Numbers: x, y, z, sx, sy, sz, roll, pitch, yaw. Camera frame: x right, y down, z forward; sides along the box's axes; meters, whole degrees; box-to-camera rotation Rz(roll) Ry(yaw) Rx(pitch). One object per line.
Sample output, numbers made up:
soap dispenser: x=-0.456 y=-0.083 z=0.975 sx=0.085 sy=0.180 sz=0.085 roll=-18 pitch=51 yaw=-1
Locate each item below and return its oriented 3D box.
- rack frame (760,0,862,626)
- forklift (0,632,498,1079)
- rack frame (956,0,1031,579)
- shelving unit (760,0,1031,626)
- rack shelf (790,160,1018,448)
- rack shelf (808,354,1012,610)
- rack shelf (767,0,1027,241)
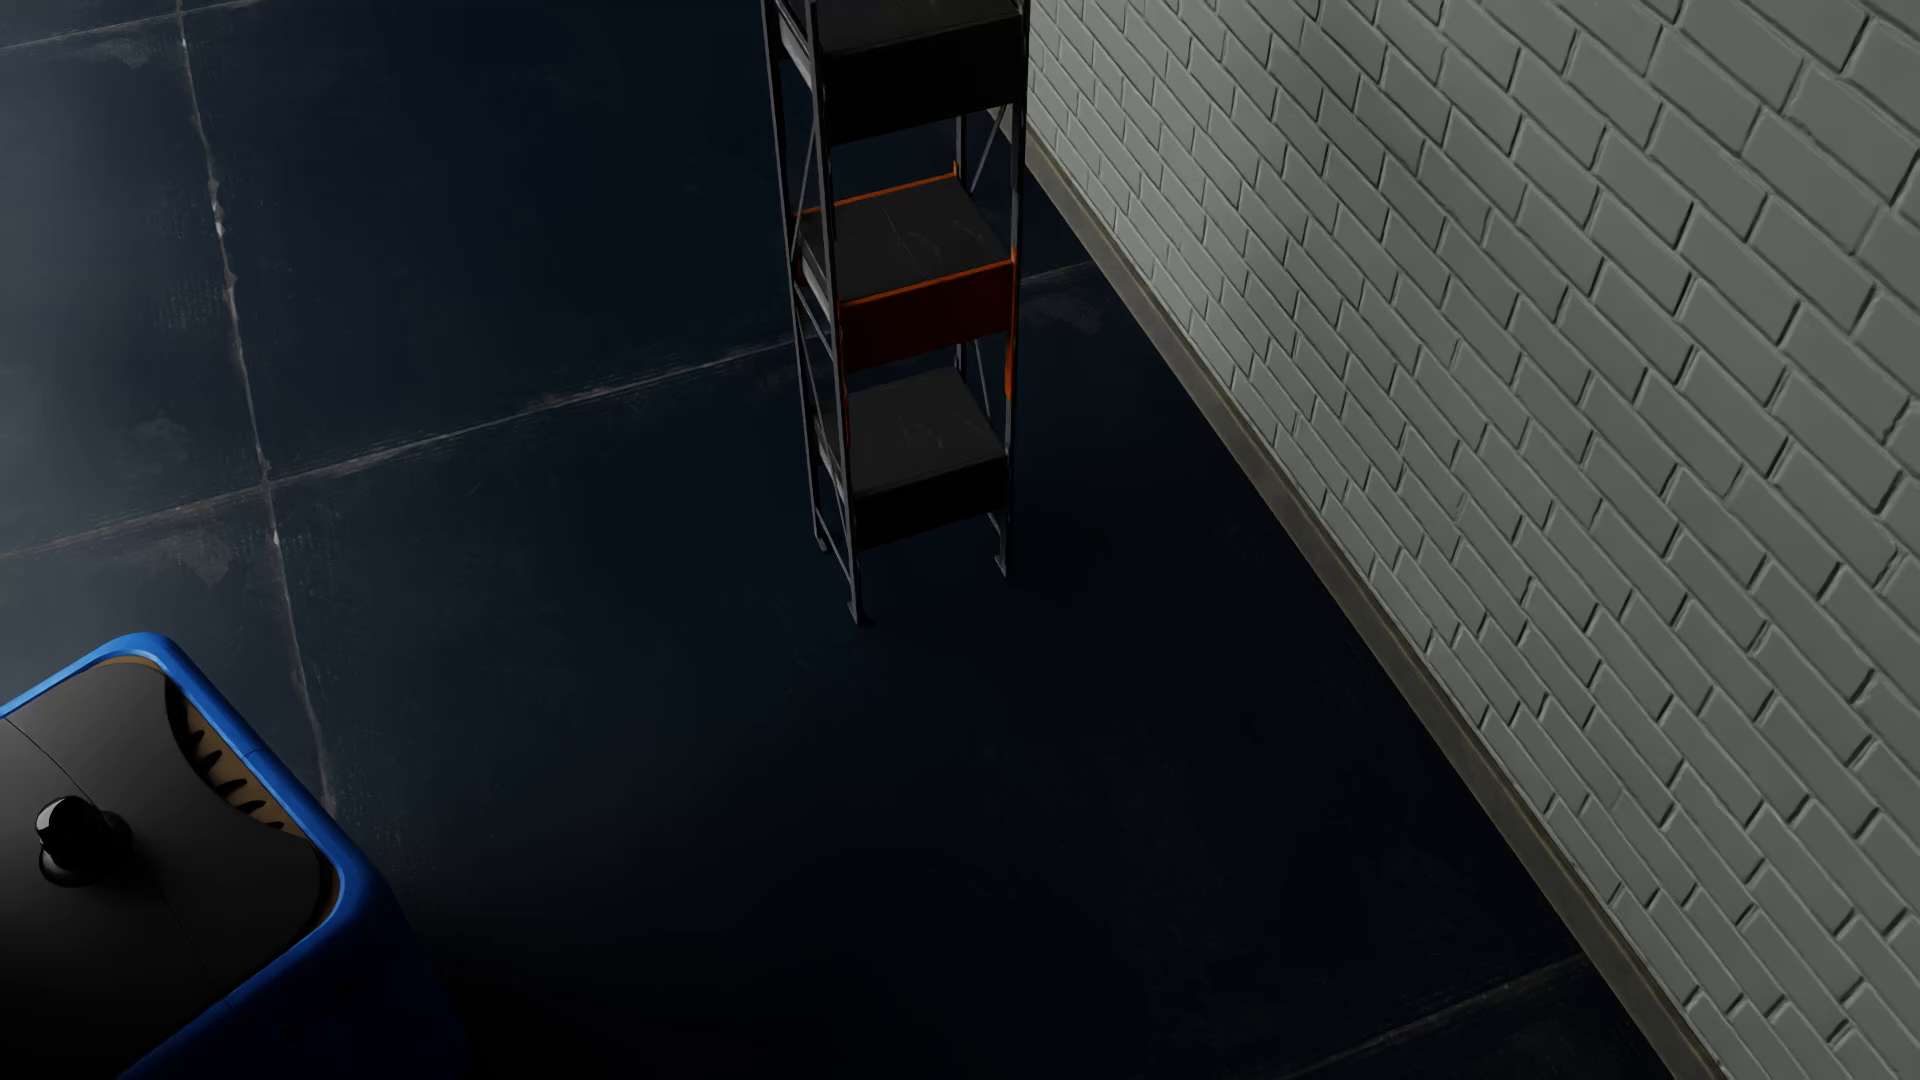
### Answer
rack frame: x=-0.379 y=-0.567 z=4.353 sx=0.015 sy=2.100 sz=0.400 roll=-17 pitch=52 yaw=-14
forklift: x=-2.500 y=0.977 z=2.479 sx=1.130 sy=2.935 sz=3.031 roll=37 pitch=58 yaw=27
rack frame: x=0.073 y=-0.707 z=4.473 sx=0.015 sy=2.100 sz=0.400 roll=-17 pitch=52 yaw=-14
shelving unit: x=-0.153 y=-0.637 z=4.413 sx=0.503 sy=2.100 sz=0.431 roll=-17 pitch=52 yaw=-14
rack shelf: x=-0.153 y=-0.628 z=4.423 sx=0.480 sy=0.518 sz=0.431 roll=-17 pitch=52 yaw=-14
rack shelf: x=-0.153 y=-0.172 z=4.954 sx=0.480 sy=0.518 sz=0.431 roll=-17 pitch=52 yaw=-14
rack shelf: x=-0.153 y=-1.084 z=3.892 sx=0.480 sy=0.518 sz=0.431 roll=-17 pitch=52 yaw=-14
